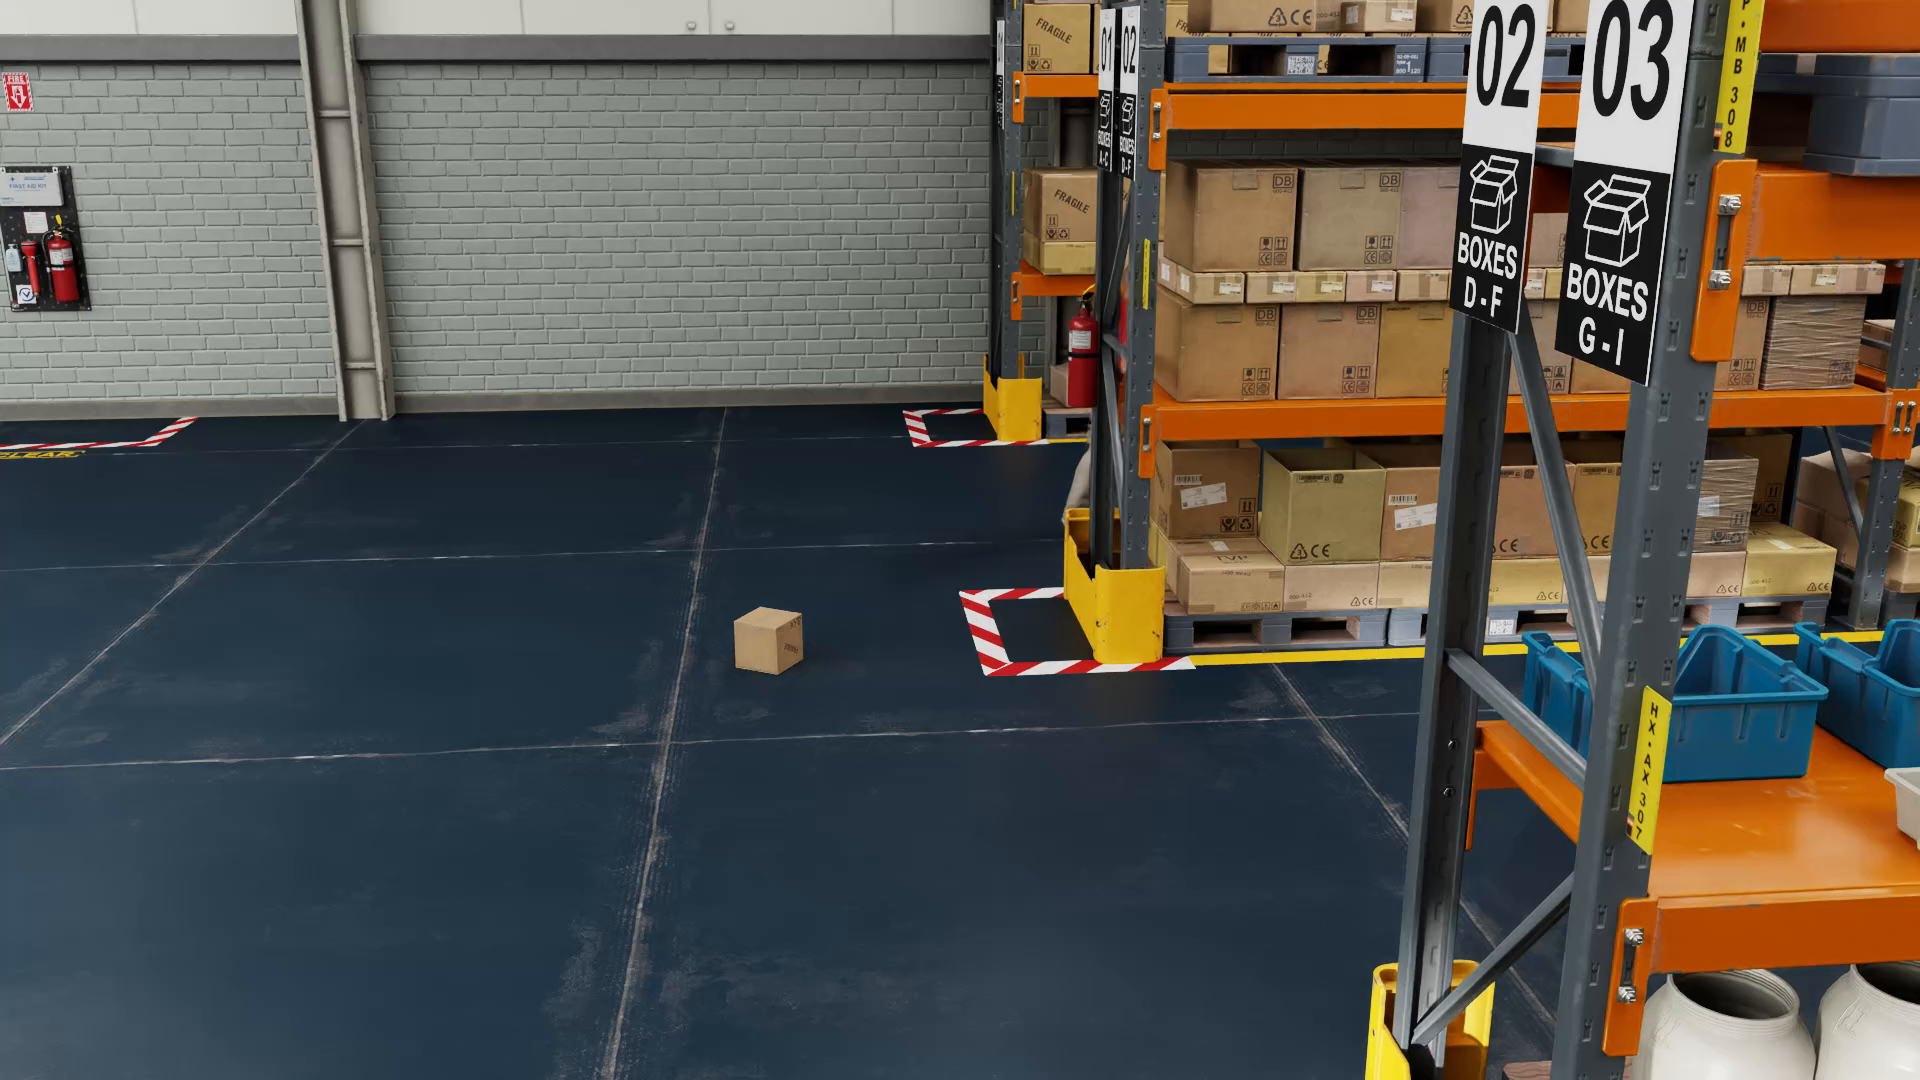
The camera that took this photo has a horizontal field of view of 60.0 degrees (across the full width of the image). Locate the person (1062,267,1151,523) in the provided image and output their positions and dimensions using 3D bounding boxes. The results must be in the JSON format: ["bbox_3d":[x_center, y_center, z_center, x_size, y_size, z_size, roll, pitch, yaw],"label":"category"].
[{"bbox_3d":[1.140,-0.882,10.526,0.937,1.712,0.586,-5,17,-16],"label":"person"}]
